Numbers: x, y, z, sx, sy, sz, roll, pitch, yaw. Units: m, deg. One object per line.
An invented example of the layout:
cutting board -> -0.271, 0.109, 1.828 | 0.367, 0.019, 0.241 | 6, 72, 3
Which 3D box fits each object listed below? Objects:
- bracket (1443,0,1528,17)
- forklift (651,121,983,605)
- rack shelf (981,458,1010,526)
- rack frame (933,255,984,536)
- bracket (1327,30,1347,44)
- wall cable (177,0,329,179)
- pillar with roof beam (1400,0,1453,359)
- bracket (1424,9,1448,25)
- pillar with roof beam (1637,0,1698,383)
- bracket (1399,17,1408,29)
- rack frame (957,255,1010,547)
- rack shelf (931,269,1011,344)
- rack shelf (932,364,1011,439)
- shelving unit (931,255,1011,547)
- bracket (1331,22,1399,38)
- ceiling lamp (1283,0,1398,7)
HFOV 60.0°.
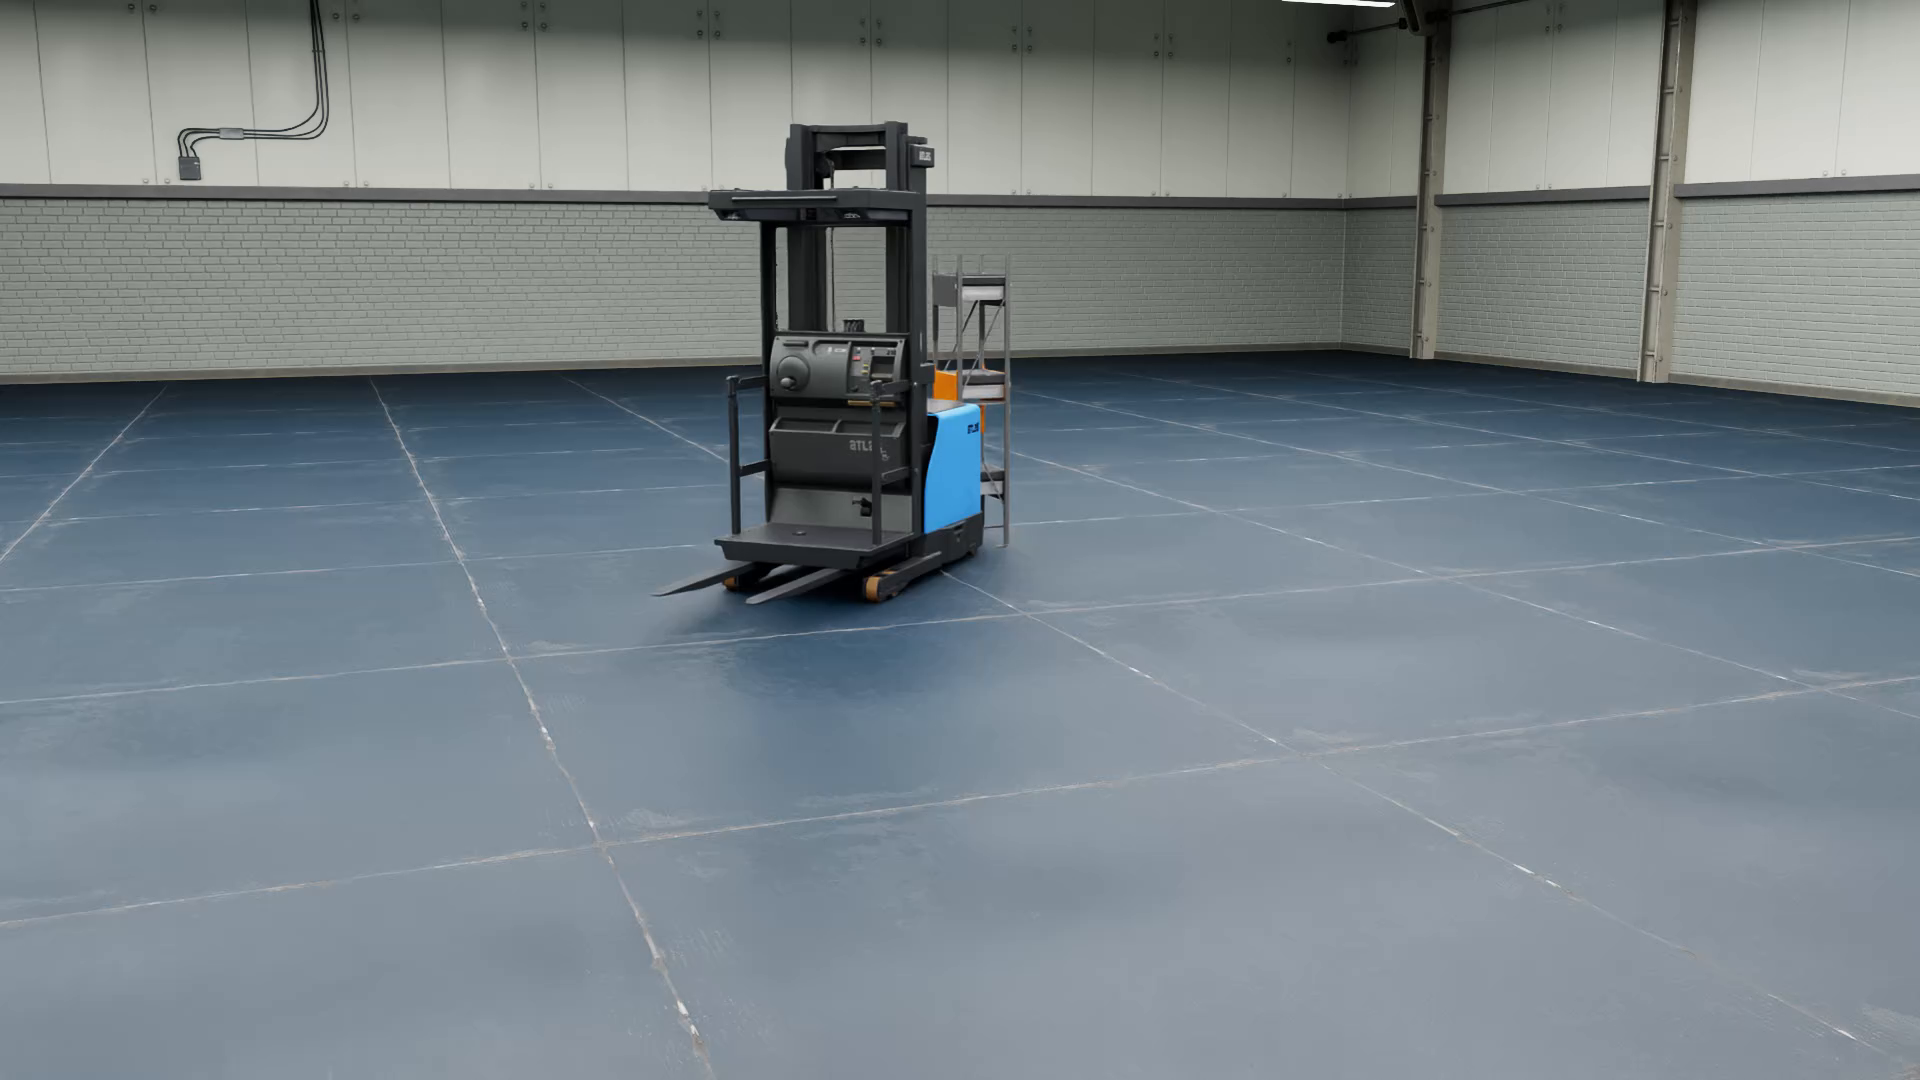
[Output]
bracket -> 9.711, -9.214, 28.245 | 0.076, 0.066, 4.783 | -4, 11, -21
forklift -> -0.868, -1.139, 10.454 | 1.130, 2.935, 3.031 | 4, 11, 22
rack shelf -> 0.079, -0.313, 12.260 | 0.431, 0.518, 0.480 | -4, 11, -21
rack frame -> -0.010, -1.056, 12.359 | 0.400, 2.100, 0.015 | -4, 11, -21
bracket -> 7.618, -10.157, 33.545 | 0.235, 0.232, 0.430 | -4, 11, -21
wall cable -> -11.382, -8.792, 26.443 | 2.305, 6.003, 0.169 | -4, 11, -21
pillar with roof beam -> 4.946, -7.679, 29.896 | 9.100, 9.000, 0.548 | -4, 11, -21
bracket -> 8.778, -9.634, 30.609 | 0.235, 0.232, 0.430 | -4, 11, -21
pillar with roof beam -> 7.120, -6.700, 24.390 | 9.100, 9.000, 0.400 | -4, 11, -21
bracket -> 8.477, -9.770, 31.371 | 0.235, 0.232, 0.430 | -4, 11, -21
rack frame -> 0.169, -0.976, 11.912 | 0.400, 2.100, 0.015 | -4, 11, -21
rack shelf -> 0.079, -1.692, 12.015 | 0.431, 0.518, 0.480 | -4, 11, -21
rack shelf -> 0.079, -1.002, 12.138 | 0.431, 0.518, 0.480 | -4, 11, -21
shelving unit -> 0.079, -1.016, 12.135 | 0.431, 2.100, 0.503 | -4, 11, -21
bracket -> 7.832, -10.060, 33.003 | 0.076, 0.066, 3.189 | -4, 11, -21
ceiling lamp -> 5.735, -9.881, 25.605 | 2.000, 3.185, 0.800 | -4, 11, -21
